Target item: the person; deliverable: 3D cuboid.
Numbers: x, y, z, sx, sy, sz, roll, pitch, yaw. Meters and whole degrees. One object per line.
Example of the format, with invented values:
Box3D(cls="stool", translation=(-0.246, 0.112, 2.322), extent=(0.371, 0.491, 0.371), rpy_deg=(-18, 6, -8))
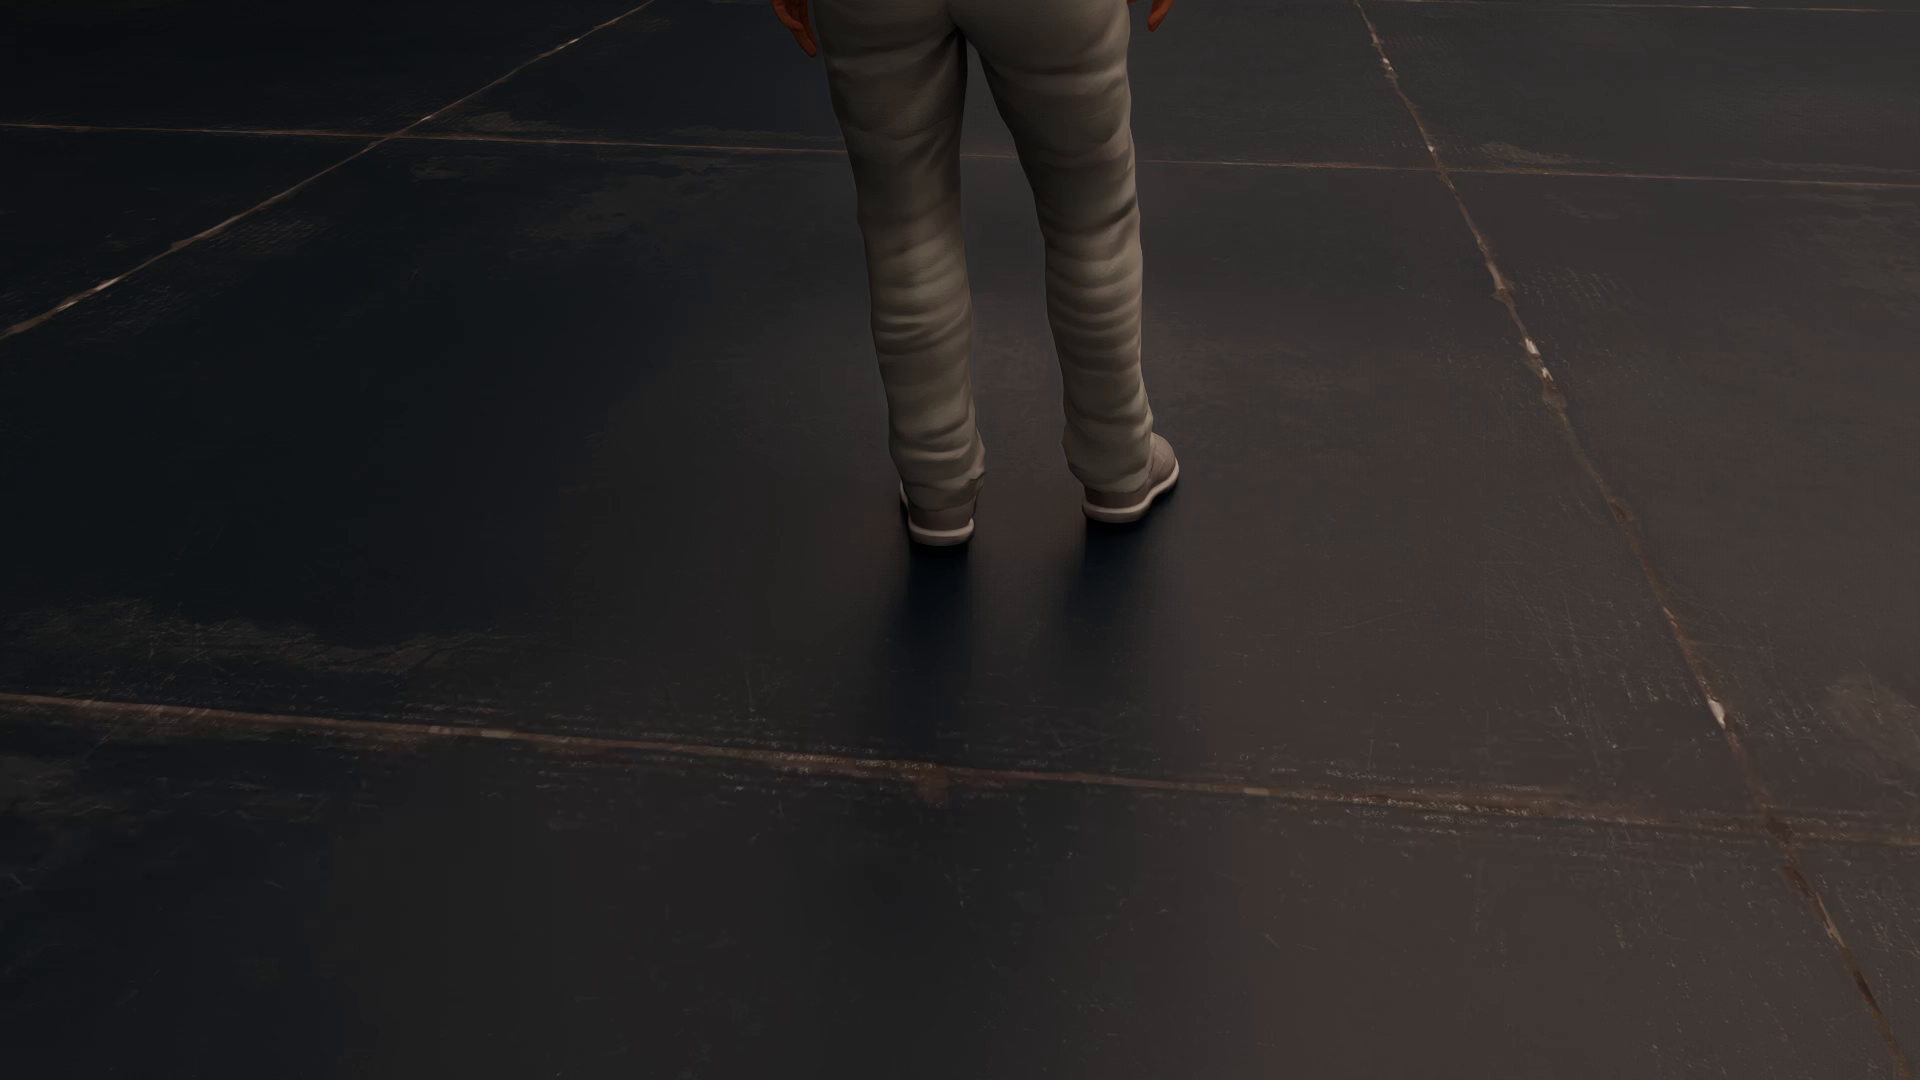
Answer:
Box3D(cls="person", translation=(0.033, -0.784, 2.190), extent=(0.598, 1.670, 0.529), rpy_deg=(3, 27, 7))
